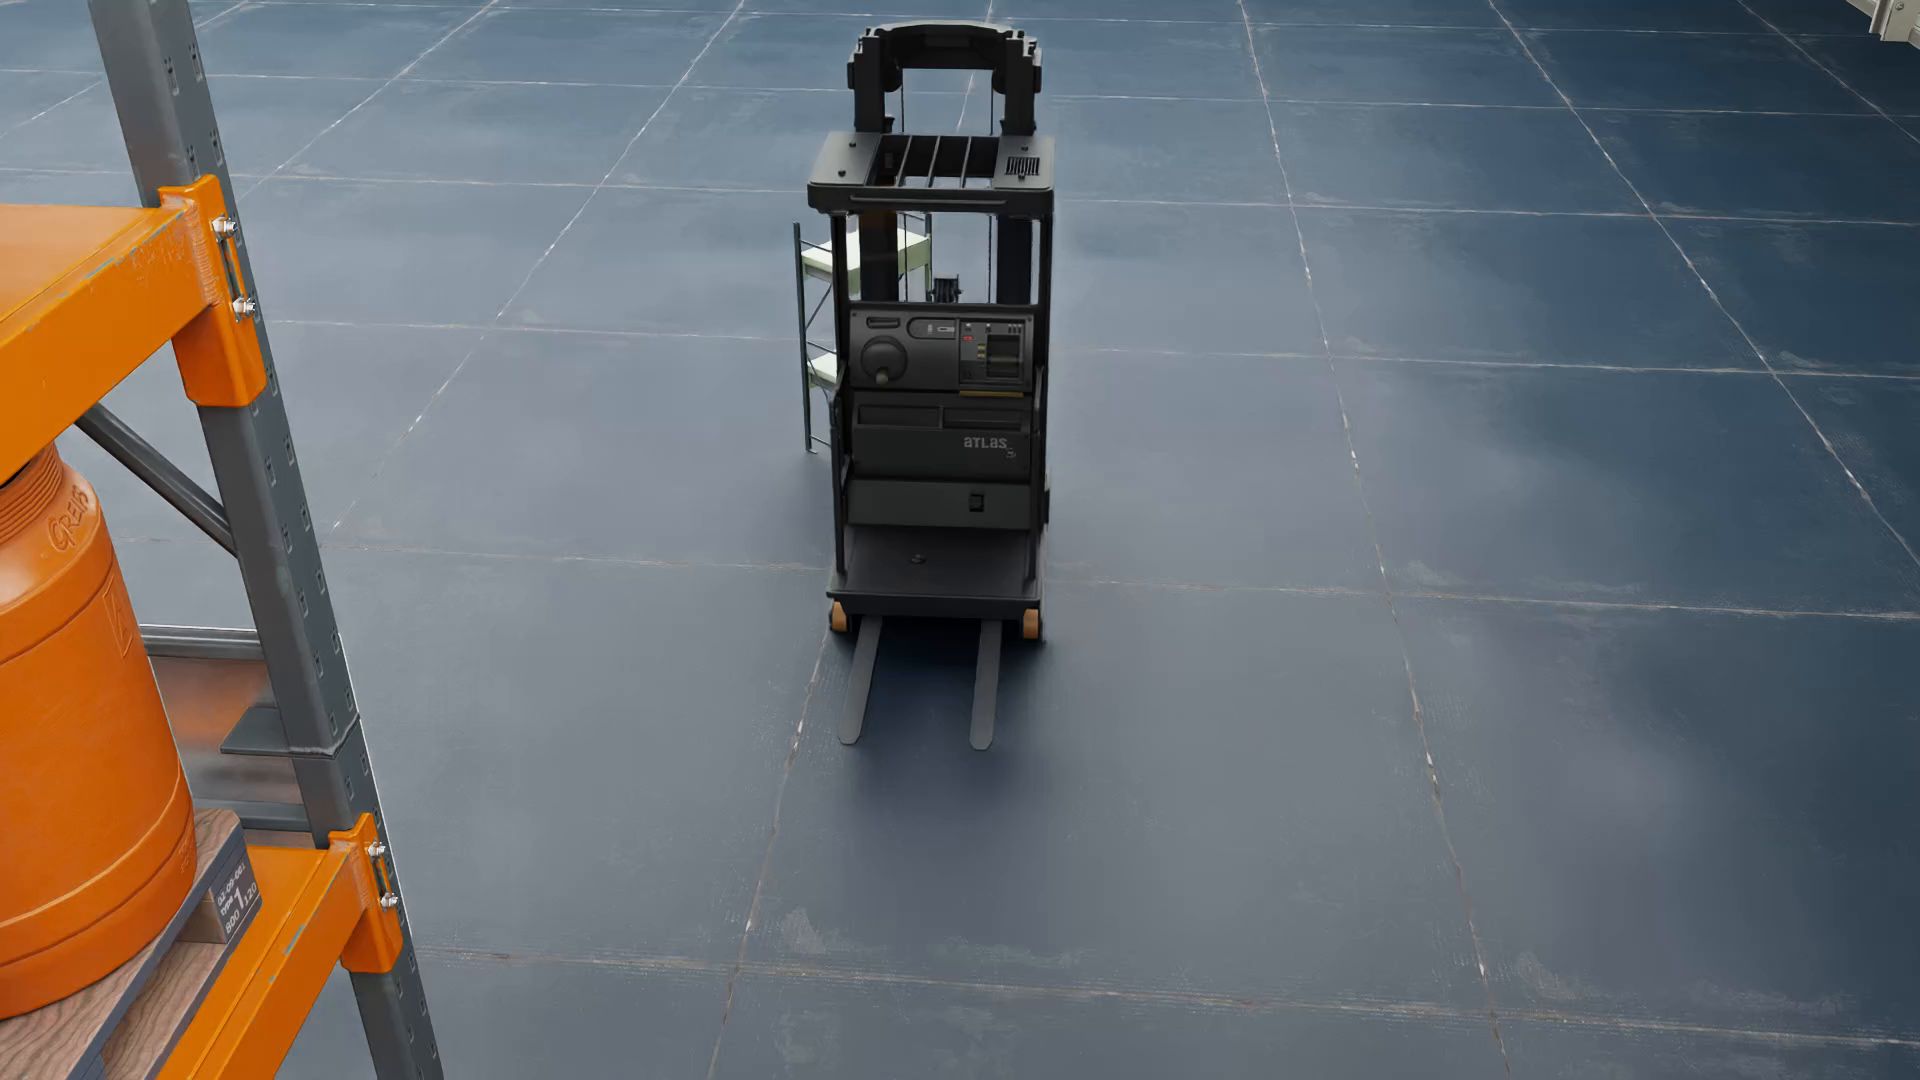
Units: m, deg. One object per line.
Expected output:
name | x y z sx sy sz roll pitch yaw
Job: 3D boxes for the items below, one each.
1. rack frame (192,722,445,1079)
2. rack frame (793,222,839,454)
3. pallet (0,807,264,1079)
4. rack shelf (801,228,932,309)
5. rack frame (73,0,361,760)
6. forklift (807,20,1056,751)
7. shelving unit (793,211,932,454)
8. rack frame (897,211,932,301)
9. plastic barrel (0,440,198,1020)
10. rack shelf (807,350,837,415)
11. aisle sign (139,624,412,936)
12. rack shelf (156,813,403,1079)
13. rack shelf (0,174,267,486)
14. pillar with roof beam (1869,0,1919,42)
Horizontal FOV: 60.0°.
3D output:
rack frame | -1.674 1.637 4.014 1.000 3.000 0.127 2 32 4
rack frame | -0.814 -1.141 9.952 0.400 1.500 0.023 25 40 35
pallet | -1.839 0.869 2.582 1.003 0.211 1.213 2 32 4
rack shelf | -0.570 -1.616 9.979 0.431 0.370 0.720 25 40 35
rack frame | -1.674 -0.917 2.440 1.000 3.000 0.127 2 32 4
forklift | -0.105 -0.907 8.209 1.130 2.935 3.031 2 32 3
shelving unit | -0.570 -1.284 10.183 0.431 1.500 0.755 25 40 35
rack frame | -0.325 -1.426 10.415 0.400 1.500 0.023 25 40 35
plastic barrel | -1.587 0.258 2.583 0.600 0.830 0.708 2 32 4
rack shelf | -0.570 -1.006 10.355 0.431 0.370 0.720 25 40 35
aisle sign | -1.372 0.506 3.373 0.394 0.787 0.004 2 32 4
rack shelf | -1.837 1.713 1.719 1.077 0.370 4.000 2 32 4
rack shelf | -1.837 0.606 1.037 1.077 0.370 4.000 2 32 4
pillar with roof beam | 6.180 -9.686 16.671 9.100 9.000 0.400 2 32 4
